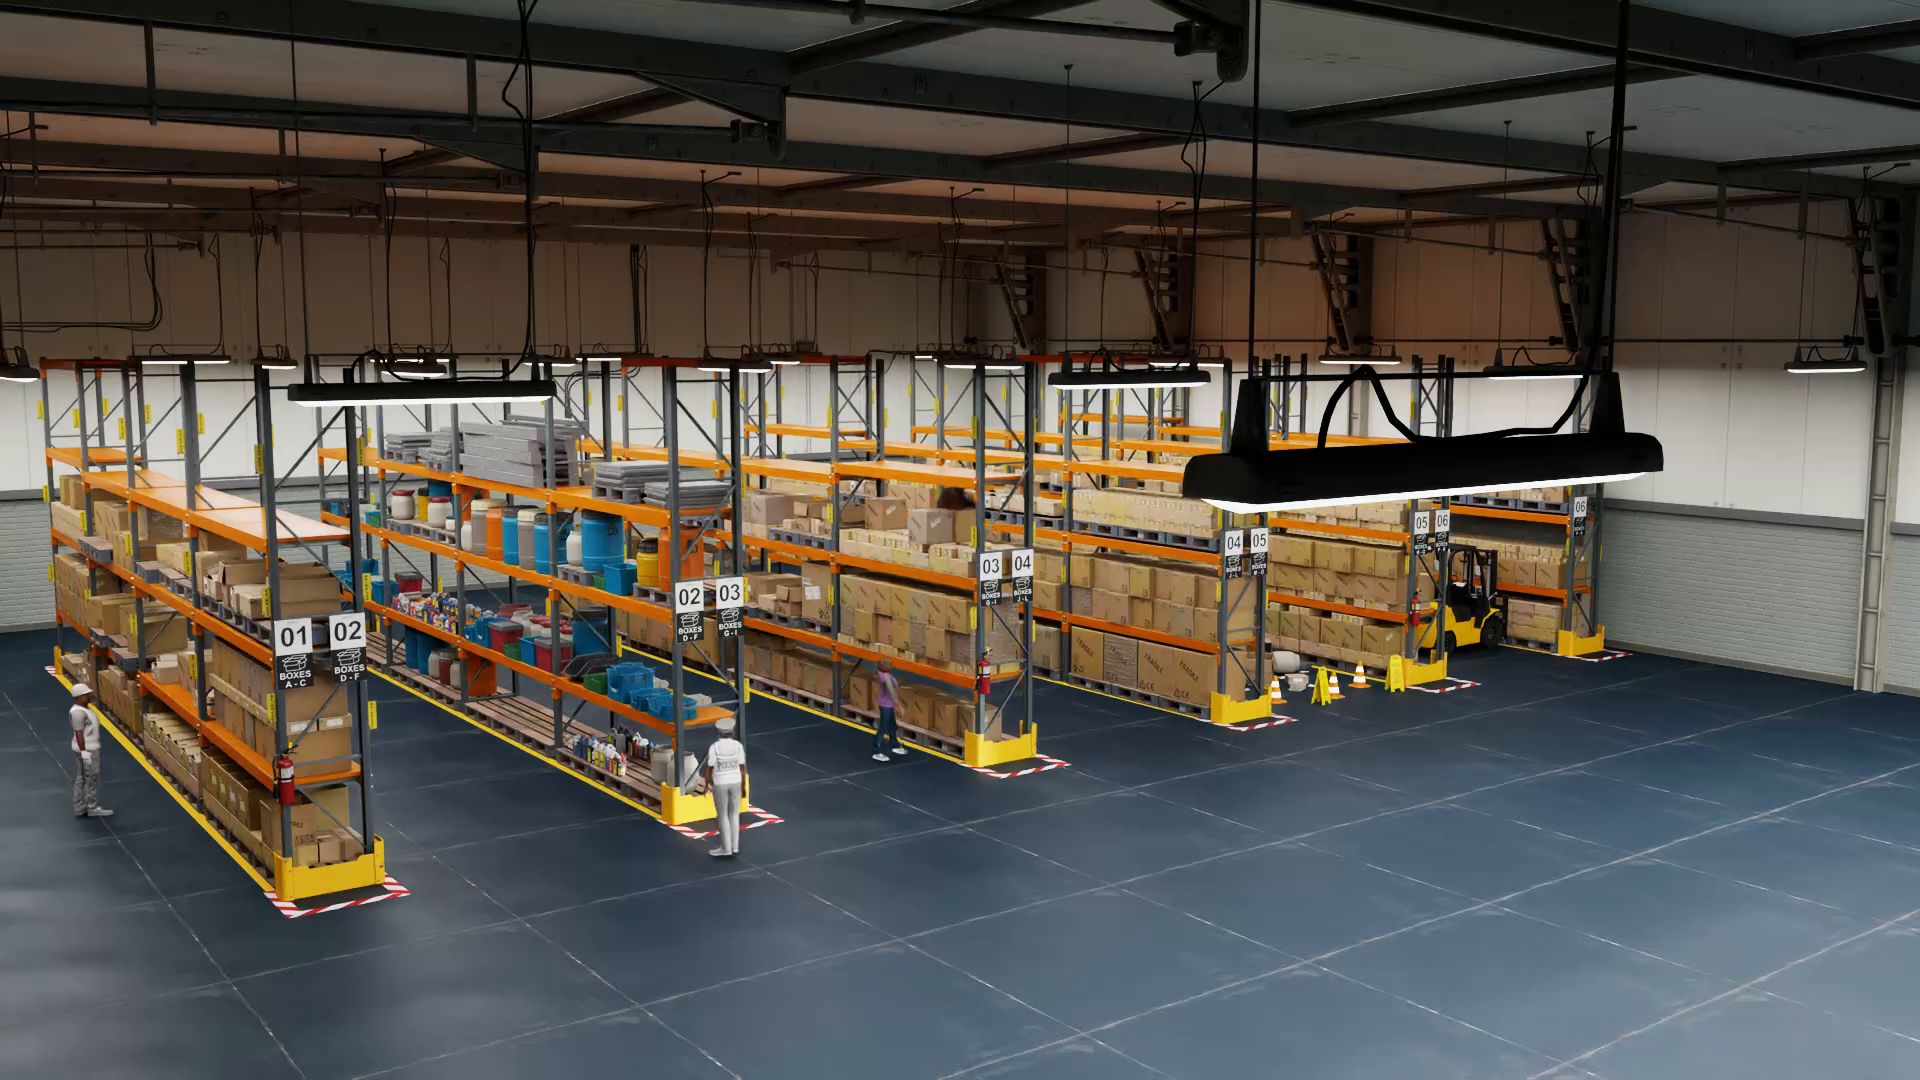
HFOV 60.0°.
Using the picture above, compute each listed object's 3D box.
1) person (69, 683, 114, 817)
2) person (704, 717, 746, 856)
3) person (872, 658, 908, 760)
[{"bbox_3d":[-11.624,2.787,22.181,0.457,1.793,0.584,-5,9,-37],"label":"person"},{"bbox_3d":[-2.892,3.047,20.514,0.505,1.705,0.381,-3,7,-24],"label":"person"},{"bbox_3d":[-1.057,2.533,25.214,0.587,1.574,0.554,-1,7,-7],"label":"person"}]
